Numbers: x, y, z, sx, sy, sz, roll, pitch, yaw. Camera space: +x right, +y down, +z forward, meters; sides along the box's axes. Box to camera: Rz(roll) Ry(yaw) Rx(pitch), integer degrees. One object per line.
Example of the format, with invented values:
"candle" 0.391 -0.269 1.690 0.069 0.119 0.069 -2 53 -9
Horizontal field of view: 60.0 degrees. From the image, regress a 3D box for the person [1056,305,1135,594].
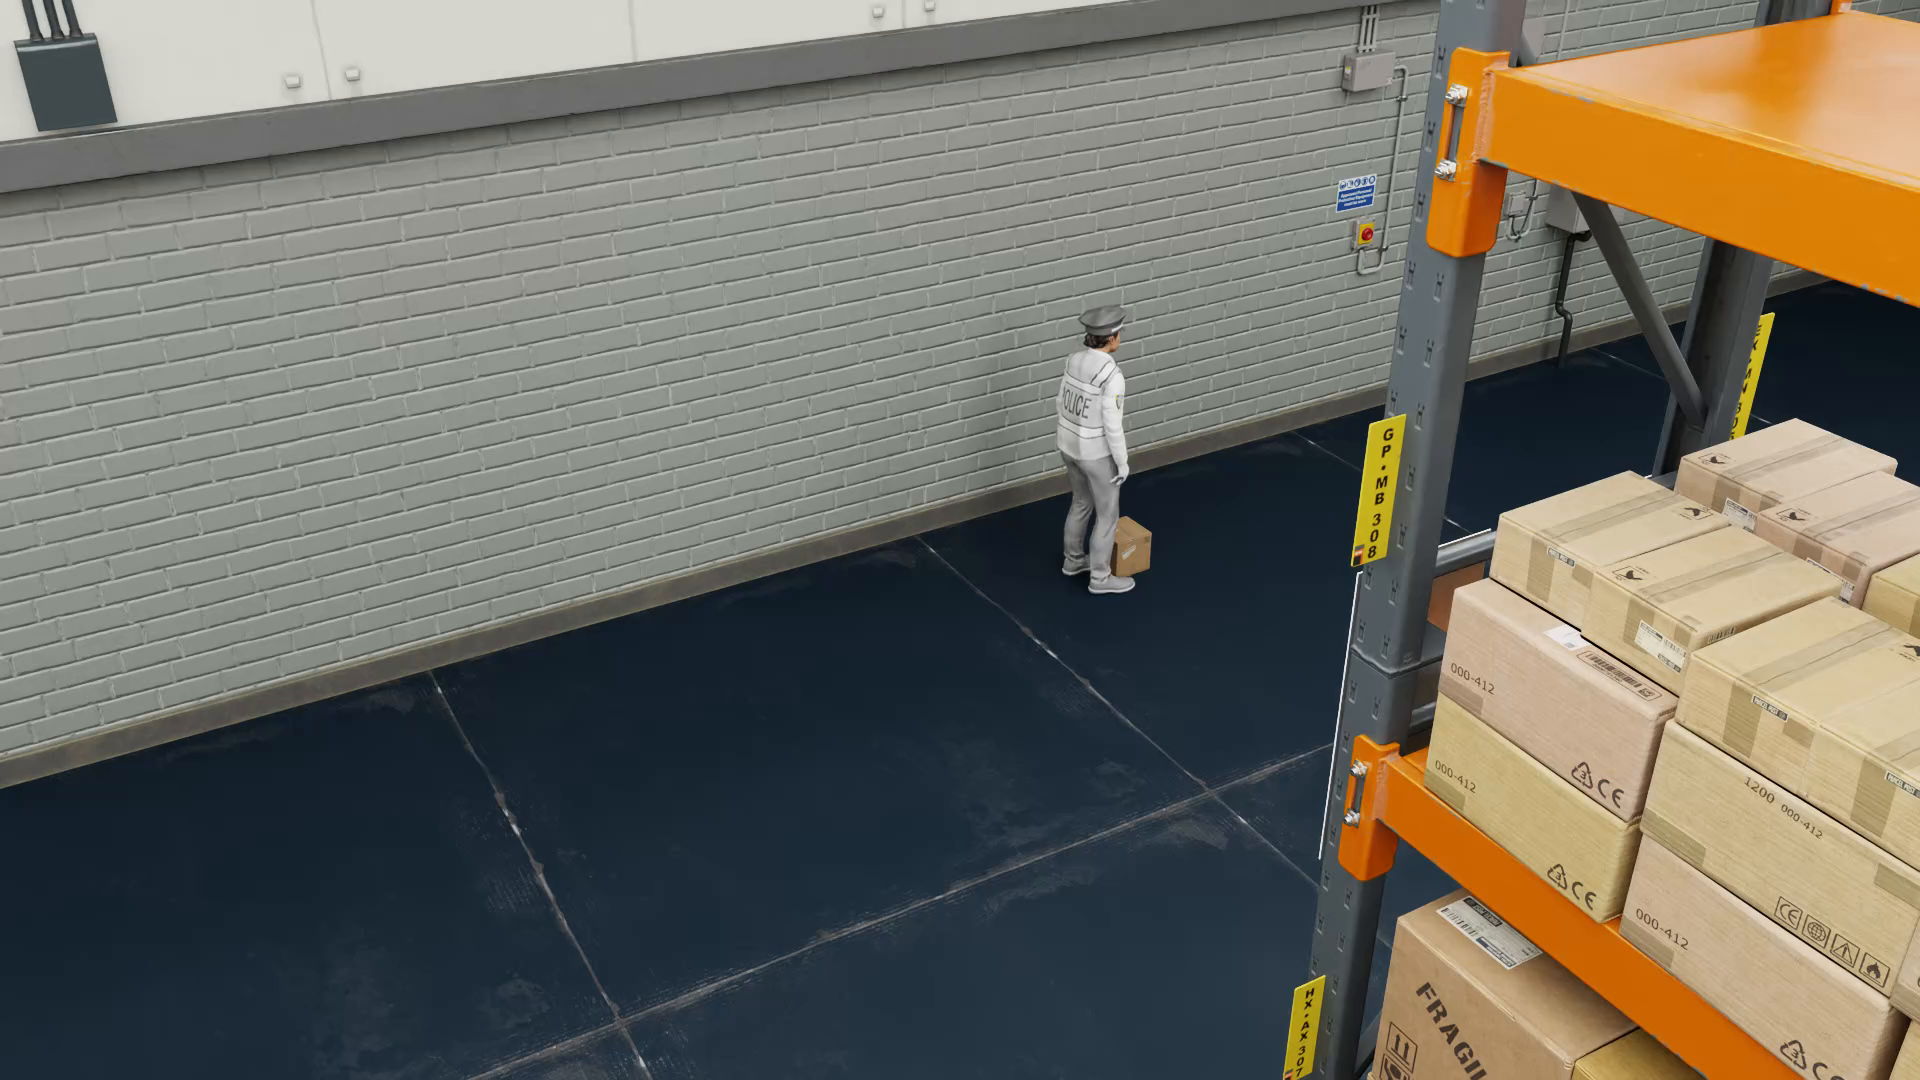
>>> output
"person" 0.759 -0.506 9.458 0.376 1.663 0.547 -18 34 -29
